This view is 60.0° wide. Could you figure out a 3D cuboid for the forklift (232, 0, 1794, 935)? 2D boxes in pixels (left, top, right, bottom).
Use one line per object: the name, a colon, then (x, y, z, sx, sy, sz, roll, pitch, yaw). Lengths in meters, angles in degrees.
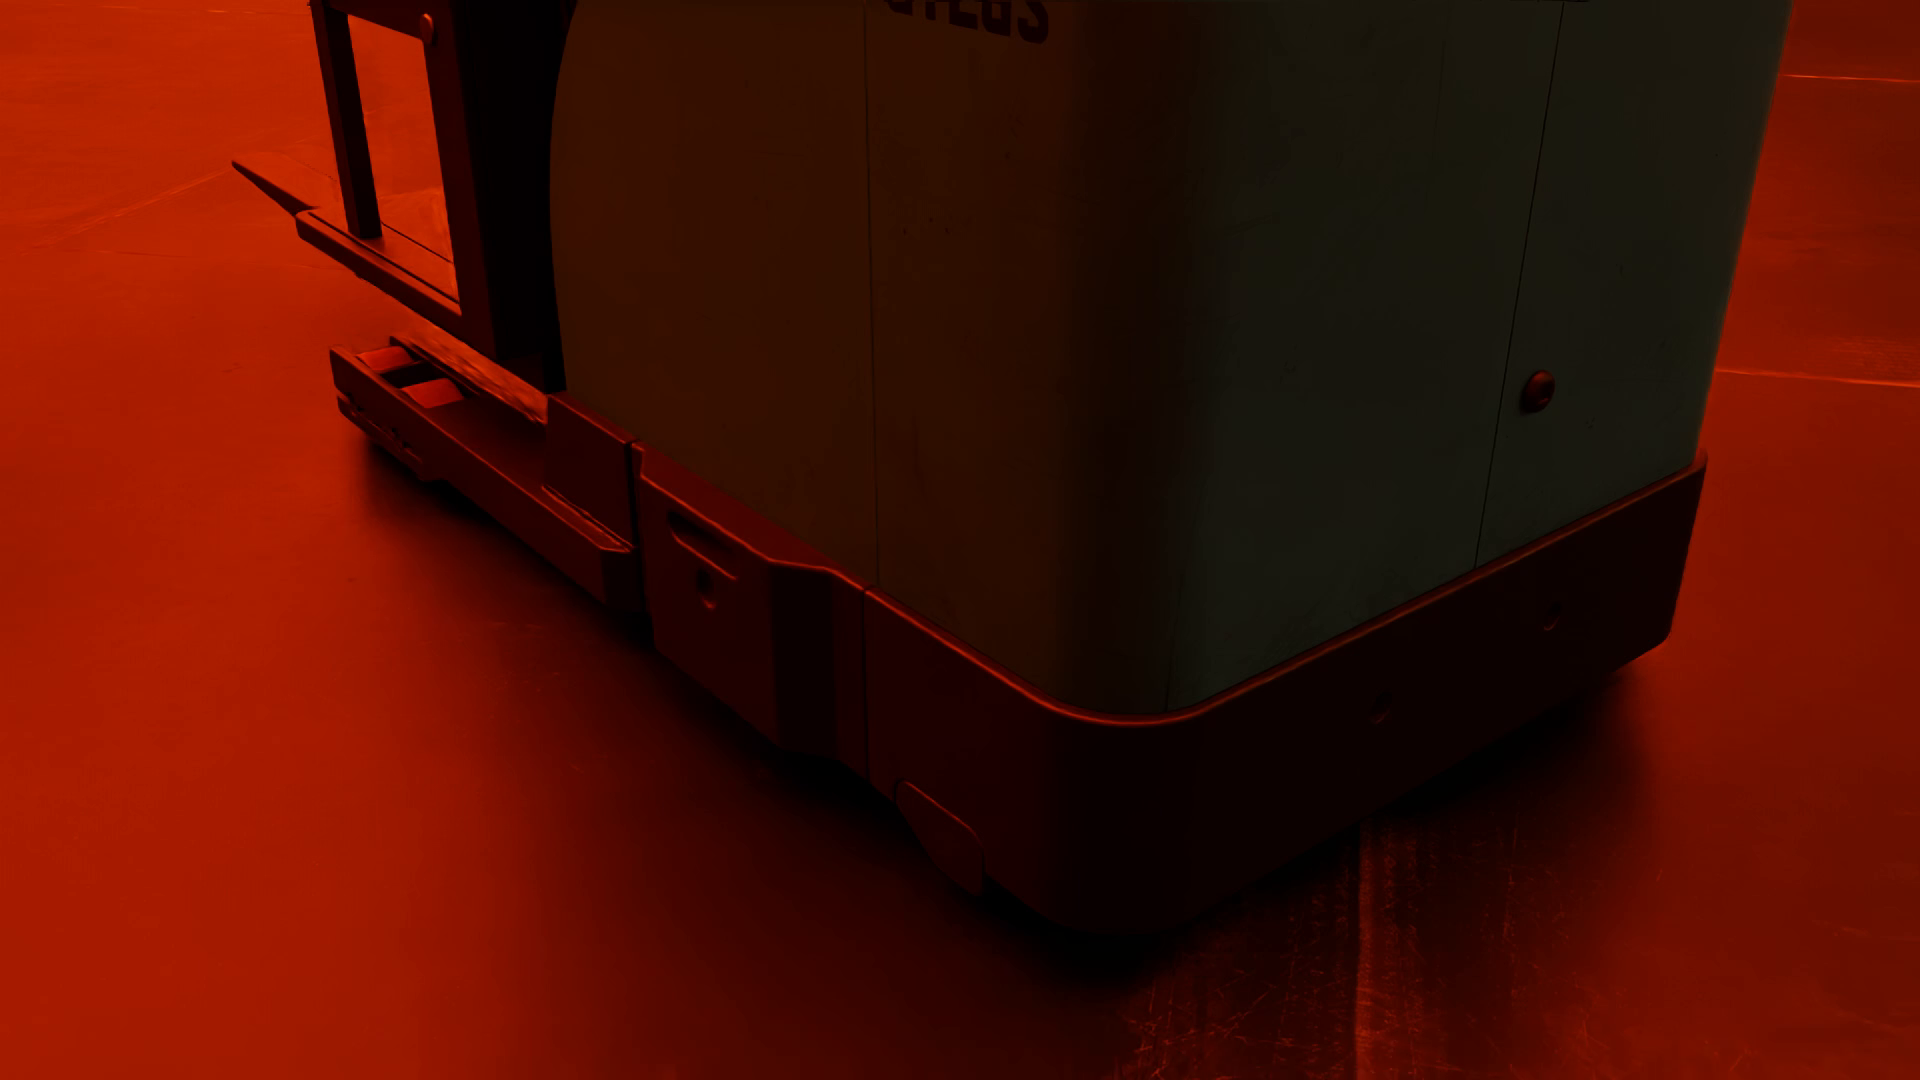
forklift: (-0.404, -1.525, 2.269, 1.130, 2.935, 3.031, -20, 33, -34)
